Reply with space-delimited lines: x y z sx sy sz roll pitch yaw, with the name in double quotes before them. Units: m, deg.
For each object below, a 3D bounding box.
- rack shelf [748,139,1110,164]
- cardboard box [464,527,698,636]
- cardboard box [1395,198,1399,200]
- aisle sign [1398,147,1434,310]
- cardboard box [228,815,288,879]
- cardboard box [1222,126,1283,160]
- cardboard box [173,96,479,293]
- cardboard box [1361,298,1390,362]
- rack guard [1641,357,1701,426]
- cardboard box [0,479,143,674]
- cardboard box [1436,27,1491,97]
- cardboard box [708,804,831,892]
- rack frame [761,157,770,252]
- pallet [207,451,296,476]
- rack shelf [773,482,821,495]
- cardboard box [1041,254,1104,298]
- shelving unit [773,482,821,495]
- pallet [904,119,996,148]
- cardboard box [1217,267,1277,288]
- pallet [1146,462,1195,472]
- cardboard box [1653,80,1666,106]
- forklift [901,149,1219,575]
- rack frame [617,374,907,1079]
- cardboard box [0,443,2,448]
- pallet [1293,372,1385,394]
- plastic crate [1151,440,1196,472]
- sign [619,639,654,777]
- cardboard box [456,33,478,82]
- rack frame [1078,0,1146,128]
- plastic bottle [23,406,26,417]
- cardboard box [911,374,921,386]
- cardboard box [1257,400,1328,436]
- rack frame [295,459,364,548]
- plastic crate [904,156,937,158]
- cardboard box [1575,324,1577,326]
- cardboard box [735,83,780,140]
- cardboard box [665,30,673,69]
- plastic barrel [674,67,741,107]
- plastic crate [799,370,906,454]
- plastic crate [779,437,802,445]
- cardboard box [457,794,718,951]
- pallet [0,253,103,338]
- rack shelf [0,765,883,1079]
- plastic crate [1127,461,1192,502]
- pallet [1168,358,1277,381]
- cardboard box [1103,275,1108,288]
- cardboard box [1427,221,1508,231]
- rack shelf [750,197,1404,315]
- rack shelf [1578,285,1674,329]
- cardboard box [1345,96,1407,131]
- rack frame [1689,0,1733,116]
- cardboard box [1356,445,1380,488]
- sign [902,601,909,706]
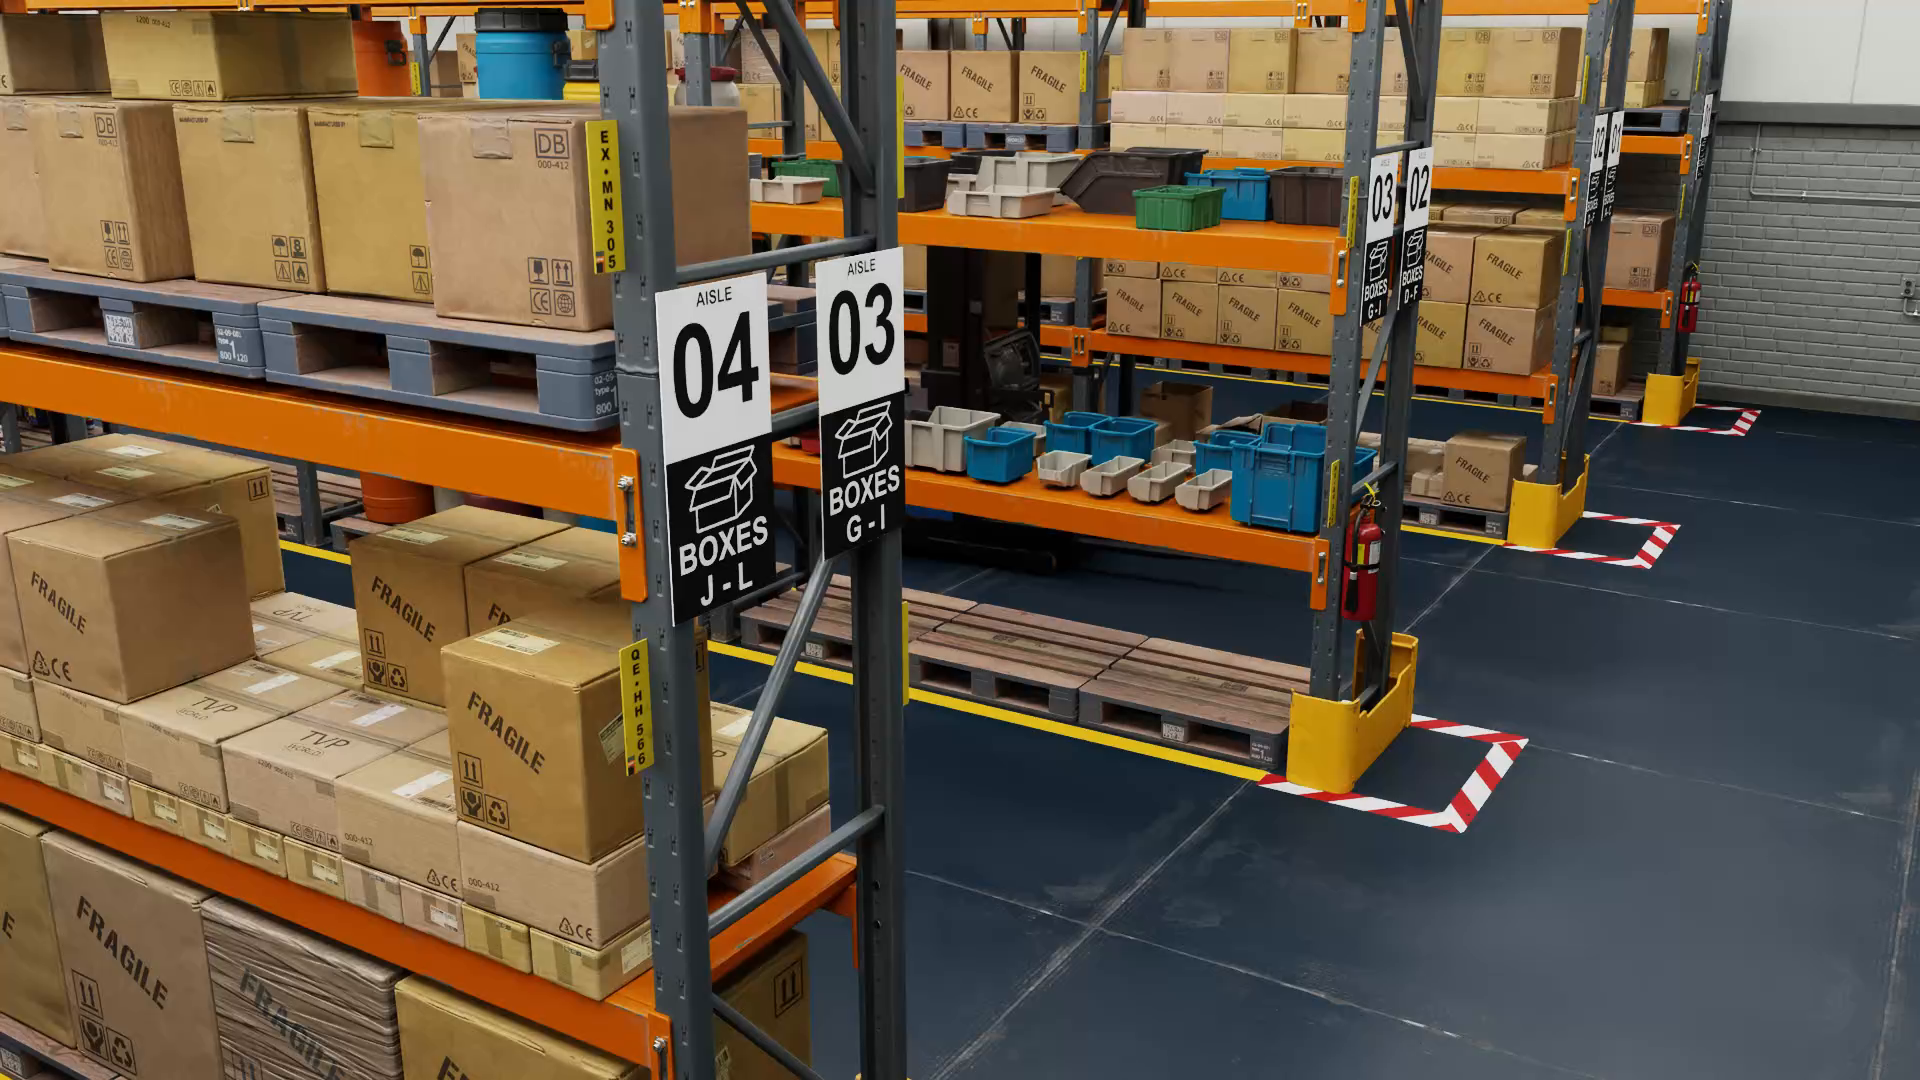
"rack shelf" -0.403 -3.519 15.381 4.000 0.370 1.077 10 20 30
"cardboard box" -1.172 0.292 5.214 0.500 0.500 0.500 10 19 29
"cardboard box" 4.344 -3.408 18.424 0.700 0.700 0.980 10 20 31
"aisle sign" 2.331 -1.595 8.500 0.004 0.787 0.394 10 20 30
"cardboard box" -2.046 0.891 5.219 0.250 0.149 0.380 10 20 30
"cardboard box" 2.435 -3.198 13.347 0.500 0.250 0.500 10 20 30
"cardboard box" -1.831 -1.042 4.923 0.500 0.500 0.700 9 19 26
"cardboard box" 3.320 -1.719 13.207 0.500 0.500 0.500 10 20 30
"rack guard" 7.320 -1.543 17.100 0.348 0.500 1.175 10 20 30
"cardboard box" -3.196 0.113 5.805 0.500 0.500 0.500 10 20 30
"cardboard box" 3.882 -3.648 12.676 0.500 0.500 0.700 10 20 30
"cardboard box" -0.608 0.922 5.117 0.250 0.149 0.380 10 20 31
"rack frame" -2.926 -4.568 22.758 0.127 3.000 1.000 10 20 30
"pallet" -6.378 -0.485 14.114 1.213 0.211 1.003 10 20 30
"rack shelf" -1.347 -0.468 13.326 1.000 0.278 0.538 8 18 24
"cardboard box" 1.015 -2.500 15.055 0.500 0.500 0.700 4 17 12
"shelving unit" -1.347 -0.701 13.255 1.048 1.125 0.538 8 18 24
"pallet" -0.103 -3.743 15.203 1.003 0.211 1.213 10 20 30
"cardboard box" 2.433 -2.352 13.570 0.500 0.500 0.500 9 19 28
"pallet" 1.886 -0.685 14.772 1.213 0.211 1.003 10 20 30
"cardboard box" 6.805 -4.527 16.825 0.500 0.250 0.500 11 20 33
"forklift" 0.571 -1.325 12.201 3.031 2.935 1.130 8 19 24
"rack frame" -0.478 0.938 4.633 0.127 3.000 1.000 10 20 30
"cardboard box" -4.435 -0.294 6.789 0.637 0.503 0.797 10 19 29
"pallet" 4.498 -1.882 18.713 1.213 0.211 1.003 10 20 30
"plastic crate" 1.268 -0.483 9.661 0.298 0.136 0.250 10 20 30
"sign" -0.774 0.403 3.995 0.005 0.325 0.100 10 20 30
"cardboard box" -5.011 -5.160 17.792 0.500 0.500 0.500 10 20 31
"rack frame" 1.301 -4.994 13.839 0.127 3.000 1.000 10 20 30
"plastic bottle" -8.972 -1.289 16.021 0.097 0.201 0.097 0 17 0
"cardboard box" -0.113 -1.296 15.530 0.500 0.500 0.500 10 20 31
"cardboard box" 2.905 -0.855 14.074 0.637 0.503 0.797 10 20 30
"rack frame" -4.703 -1.506 12.678 0.127 3.000 1.000 10 20 30
"plastic crate" -0.351 -2.193 10.067 0.300 0.233 0.416 10 20 30
"cardboard box" 6.227 -2.153 17.269 0.250 0.149 0.380 11 20 32
"cardboard box" -1.718 -4.157 16.073 0.500 0.500 0.910 10 20 30
"cardboard box" -3.970 -6.629 22.457 0.500 0.500 0.500 11 20 33
"plastic barrel" -1.611 -2.741 10.626 0.433 0.535 0.433 0 17 0
"plastic crate" -0.665 -0.759 10.005 0.583 0.464 0.402 10 20 30
"plastic crate" -0.972 -0.694 10.355 0.243 0.136 0.396 10 20 30
"cardboard box" -1.030 0.859 4.638 0.500 0.250 0.500 10 19 29
"pallet" -3.195 -0.936 5.795 1.213 0.211 1.003 10 20 30
"rack shelf" -2.182 0.978 5.739 4.000 0.370 1.077 10 20 30
"plastic crate" 1.085 -0.318 9.119 0.243 0.136 0.396 10 20 30
"pallet" 3.194 -2.116 19.482 1.213 0.211 1.003 10 20 30
"cardboard box" 1.783 -2.853 20.088 0.750 0.750 0.750 10 20 30
"cardboard box" 4.020 -2.252 13.241 0.500 0.500 0.500 10 20 31
"rack shelf" 0.410 -1.684 9.342 4.000 0.370 1.077 10 20 30
"rack shelf" 5.595 -2.703 17.855 4.000 0.370 1.077 10 20 30
"cardboard box" 3.288 -3.286 12.775 0.500 0.250 0.500 10 20 30
"rack frame" 7.299 -5.613 15.877 0.127 3.000 1.000 10 20 30
"cardboard box" 3.324 -0.584 13.616 0.500 0.250 0.500 10 20 30
"sign" -0.182 0.349 4.945 0.005 0.325 0.100 10 20 30
